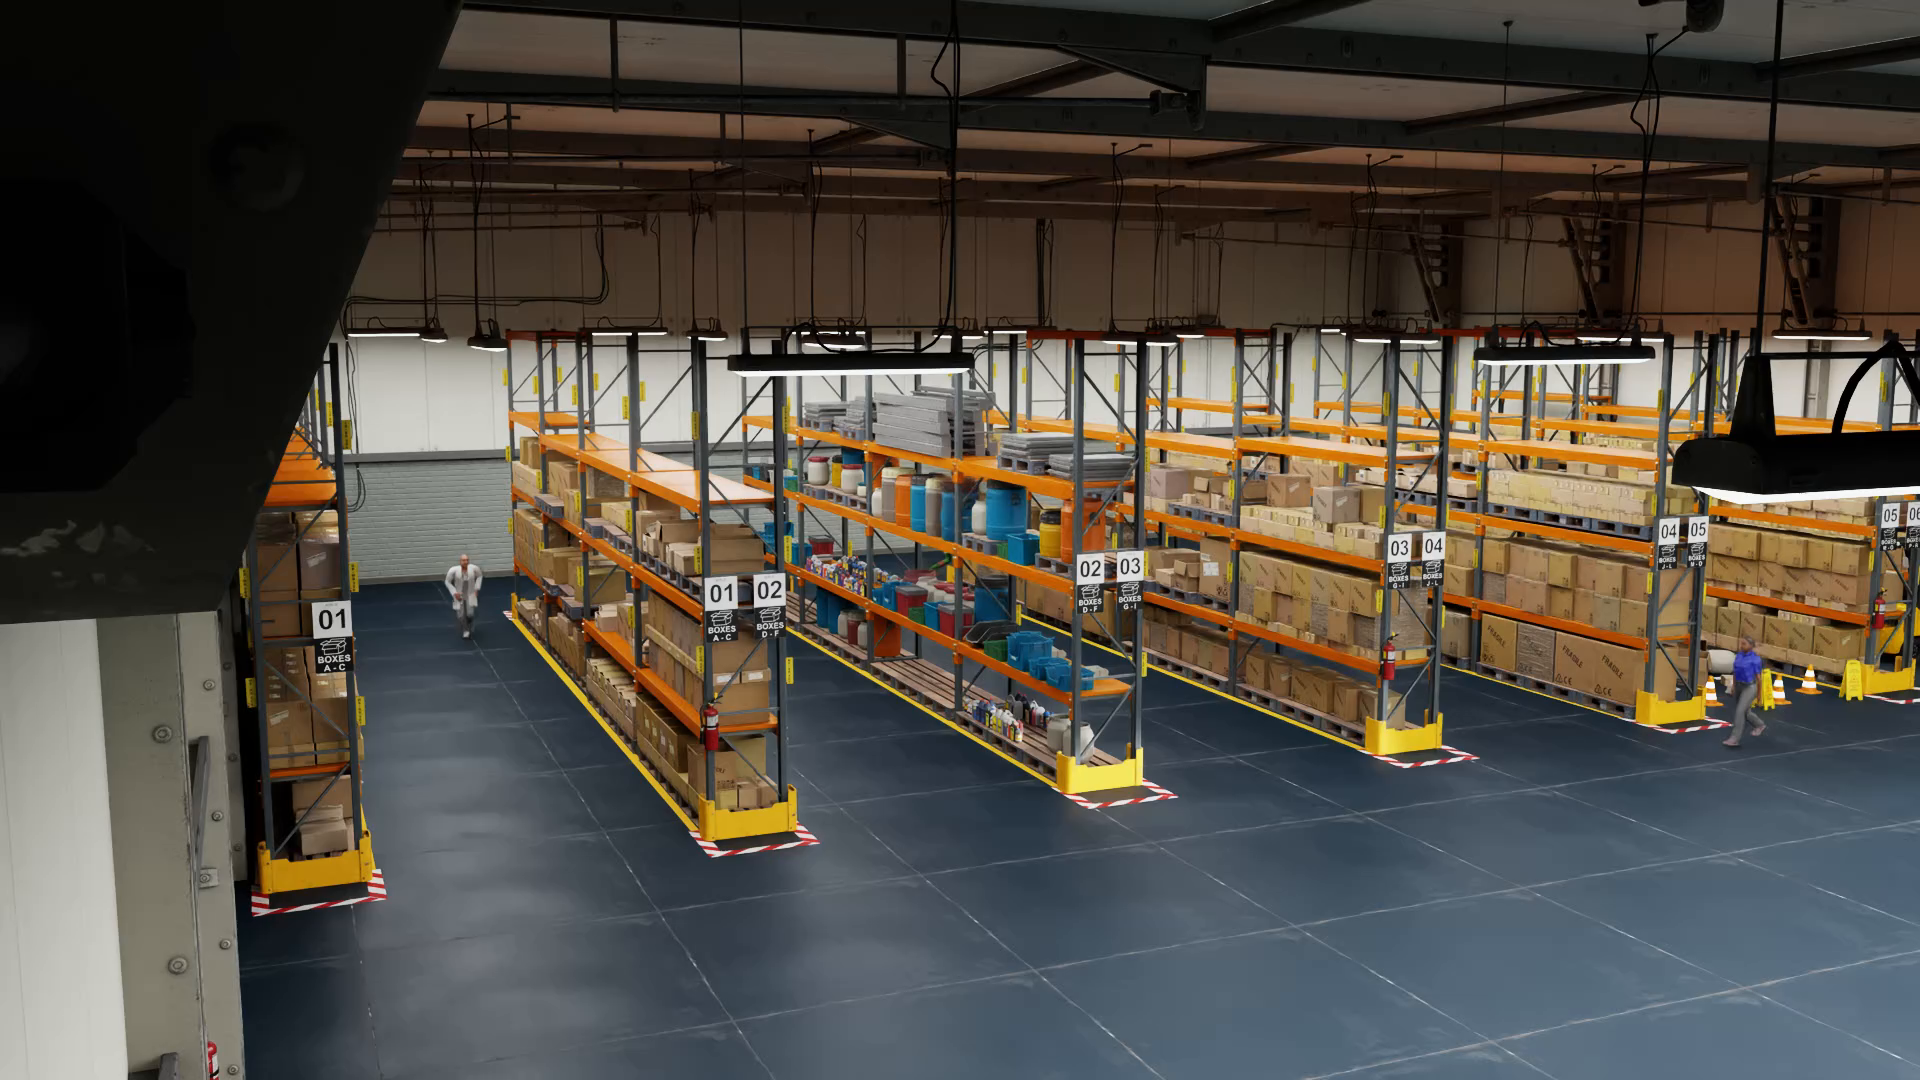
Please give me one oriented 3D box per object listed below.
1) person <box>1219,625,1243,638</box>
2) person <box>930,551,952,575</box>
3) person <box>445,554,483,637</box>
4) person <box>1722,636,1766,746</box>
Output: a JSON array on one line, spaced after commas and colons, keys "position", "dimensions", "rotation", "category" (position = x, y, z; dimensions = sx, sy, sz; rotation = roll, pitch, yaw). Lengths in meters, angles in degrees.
[{"position": [5.351, 1.075, 32.228], "dimensions": [0.551, 1.698, 1.143], "rotation": [-4, 9, -27], "category": "person"}, {"position": [-0.223, 0.085, 39.845], "dimensions": [1.026, 1.689, 0.554], "rotation": [0, 8, 3], "category": "person"}, {"position": [-9.694, 1.130, 32.540], "dimensions": [0.711, 1.598, 0.659], "rotation": [-2, 8, -14], "category": "person"}, {"position": [11.615, 2.198, 24.501], "dimensions": [0.965, 1.610, 0.447], "rotation": [-3, 8, -22], "category": "person"}]
